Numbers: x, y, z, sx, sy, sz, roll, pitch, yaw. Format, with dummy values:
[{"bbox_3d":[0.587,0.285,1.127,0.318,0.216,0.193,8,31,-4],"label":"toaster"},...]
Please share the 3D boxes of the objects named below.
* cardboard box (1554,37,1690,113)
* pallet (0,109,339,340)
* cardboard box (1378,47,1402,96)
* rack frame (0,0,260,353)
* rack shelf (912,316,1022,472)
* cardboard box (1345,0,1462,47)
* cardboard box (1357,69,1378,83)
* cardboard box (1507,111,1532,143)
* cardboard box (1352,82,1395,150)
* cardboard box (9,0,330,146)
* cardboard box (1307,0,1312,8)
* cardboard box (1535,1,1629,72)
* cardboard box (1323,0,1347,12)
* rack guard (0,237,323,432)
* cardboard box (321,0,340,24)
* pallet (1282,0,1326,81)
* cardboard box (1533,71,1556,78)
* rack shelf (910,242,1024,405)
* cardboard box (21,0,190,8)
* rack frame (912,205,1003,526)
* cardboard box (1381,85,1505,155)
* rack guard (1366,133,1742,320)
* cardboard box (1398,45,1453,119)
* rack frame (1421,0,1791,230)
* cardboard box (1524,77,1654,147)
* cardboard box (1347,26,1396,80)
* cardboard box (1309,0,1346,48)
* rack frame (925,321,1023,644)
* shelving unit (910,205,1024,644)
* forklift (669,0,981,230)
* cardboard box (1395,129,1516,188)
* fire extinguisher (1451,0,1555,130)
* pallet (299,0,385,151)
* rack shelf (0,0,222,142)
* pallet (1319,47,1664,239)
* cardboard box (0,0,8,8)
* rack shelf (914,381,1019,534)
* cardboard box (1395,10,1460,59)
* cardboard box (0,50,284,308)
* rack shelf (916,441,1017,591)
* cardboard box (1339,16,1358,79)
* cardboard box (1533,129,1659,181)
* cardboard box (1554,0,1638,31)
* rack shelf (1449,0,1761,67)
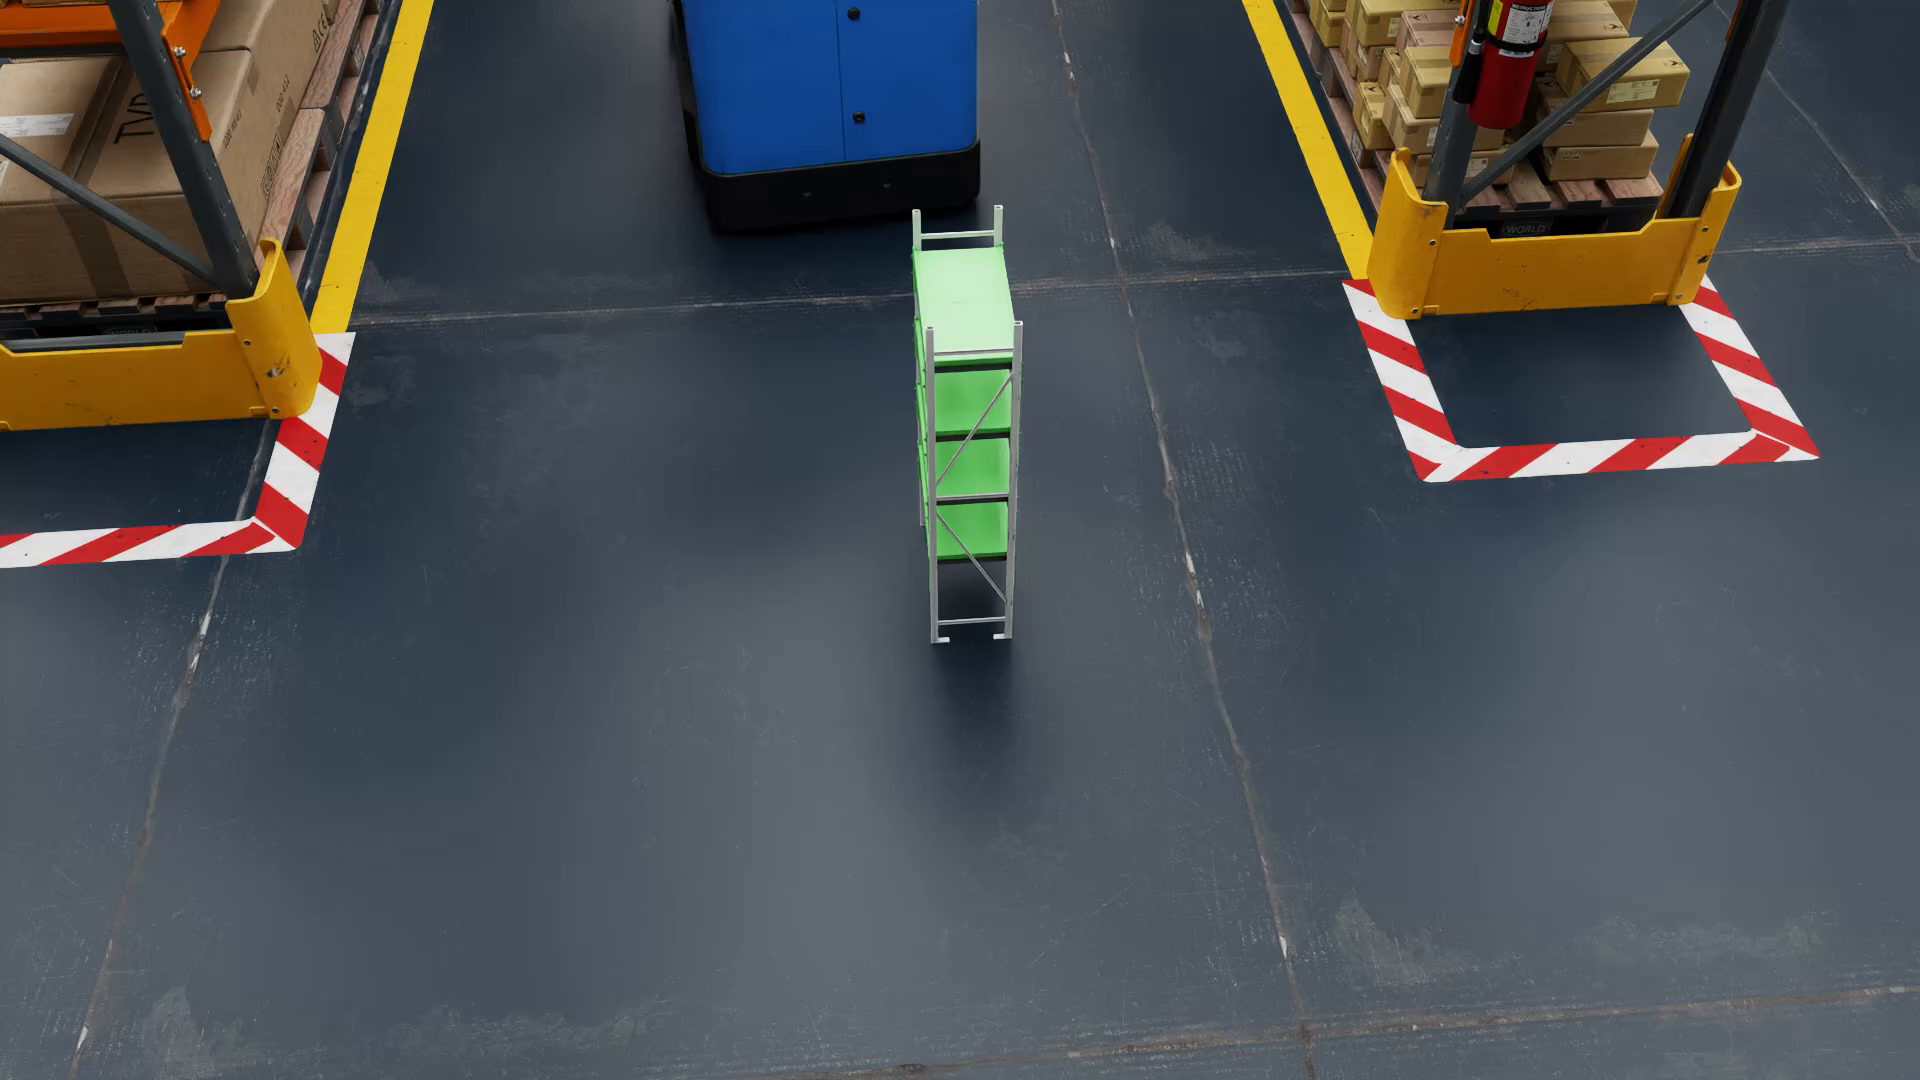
[{"bbox_3d":[2.407,-1.696,6.055,0.380,0.149,0.250,-5,47,-5],"label":"cardboard box"},{"bbox_3d":[-2.957,-1.168,6.211,1.003,0.211,1.213,-3,47,-3],"label":"pallet"},{"bbox_3d":[1.815,-1.751,6.312,0.380,0.149,0.250,-4,47,-4],"label":"cardboard box"},{"bbox_3d":[-2.812,-1.553,4.655,1.000,3.000,0.127,-3,47,-3],"label":"rack frame"},{"bbox_3d":[0.014,-0.414,4.573,0.258,0.148,0.480,-3,47,-3],"label":"rack shelf"},{"bbox_3d":[1.703,-2.029,6.370,0.380,0.149,0.250,-4,47,-4],"label":"cardboard box"},{"bbox_3d":[1.801,-1.836,6.597,0.380,0.149,0.250,-4,47,-3],"label":"cardboard box"},{"bbox_3d":[2.284,-1.674,6.444,0.380,0.149,0.250,-4,47,-3],"label":"cardboard box"},{"bbox_3d":[1.738,-1.640,6.411,0.380,0.149,0.250,-2,47,-2],"label":"cardboard box"},{"bbox_3d":[-3.052,-1.950,6.506,0.875,0.438,0.875,-2,47,-2],"label":"cardboard box"},{"bbox_3d":[1.681,-2.394,7.125,0.380,0.149,0.250,-3,47,-3],"label":"cardboard box"},{"bbox_3d":[2.264,-1.888,6.237,0.380,0.149,0.250,-3,47,-3],"label":"cardboard box"},{"bbox_3d":[1.682,-2.308,6.839,0.380,0.149,0.250,-3,47,-3],"label":"cardboard box"},{"bbox_3d":[-2.810,-0.677,5.546,1.175,0.500,0.348,-3,47,-3],"label":"rack guard"},{"bbox_3d":[-3.126,-2.602,7.124,0.875,0.438,0.875,-5,47,-4],"label":"cardboard box"},{"bbox_3d":[1.974,-2.494,7.467,1.003,0.211,1.213,-3,47,-3],"label":"pallet"},{"bbox_3d":[2.357,-1.790,6.349,0.380,0.149,0.250,-4,47,-3],"label":"cardboard box"},{"bbox_3d":[0.014,-0.579,4.399,0.258,0.148,0.480,-3,47,-3],"label":"rack shelf"},{"bbox_3d":[-2.566,-1.953,4.964,0.500,0.500,0.500,-4,47,-4],"label":"cardboard box"},{"bbox_3d":[-0.007,-0.469,4.868,0.240,1.200,0.015,-3,47,-3],"label":"rack frame"},{"bbox_3d":[1.783,-1.558,6.129,0.380,0.149,0.250,-5,47,-4],"label":"cardboard box"},{"bbox_3d":[2.106,-1.123,5.969,1.175,0.500,0.348,-3,47,-3],"label":"rack guard"},{"bbox_3d":[1.815,-1.664,6.024,0.380,0.149,0.250,-3,47,-3],"label":"cardboard box"},{"bbox_3d":[2.112,-1.927,5.010,1.000,3.000,0.127,-3,47,-3],"label":"rack frame"},{"bbox_3d":[2.324,-1.589,6.158,0.380,0.149,0.250,-2,47,-2],"label":"cardboard box"},{"bbox_3d":[1.738,-1.934,6.485,0.380,0.149,0.250,-5,47,-5],"label":"cardboard box"},{"bbox_3d":[1.684,-2.195,6.937,0.380,0.149,0.250,-5,47,-5],"label":"cardboard box"},{"bbox_3d":[0.034,-0.116,4.534,0.240,1.200,0.015,-3,47,-3],"label":"rack frame"},{"bbox_3d":[0.014,-0.293,4.701,0.258,1.200,0.503,-3,47,-3],"label":"shelving unit"},{"bbox_3d":[-0.702,-3.260,6.319,1.130,2.935,3.031,-8,47,-7],"label":"forklift"},{"bbox_3d":[1.860,-1.460,6.241,0.380,0.149,0.250,-3,47,-3],"label":"cardboard box"},{"bbox_3d":[1.673,-1.562,4.974,0.296,0.674,0.183,-3,47,-3],"label":"fire extinguisher"},{"bbox_3d":[-3.056,-2.049,7.045,1.003,0.211,1.213,-3,47,-3],"label":"pallet"},{"bbox_3d":[-2.980,-2.753,6.287,1.077,0.370,4.000,-3,47,-3],"label":"rack shelf"},{"bbox_3d":[2.073,-1.614,6.633,1.003,0.211,1.213,-3,47,-3],"label":"pallet"},{"bbox_3d":[-3.116,-1.921,4.934,0.500,0.500,0.500,-3,47,-3],"label":"cardboard box"},{"bbox_3d":[0.014,-0.249,4.747,0.258,0.148,0.480,-3,47,-3],"label":"rack shelf"},{"bbox_3d":[1.851,-1.849,6.200,0.380,0.149,0.250,-3,47,-3],"label":"cardboard box"},{"bbox_3d":[-2.967,-1.288,5.880,0.875,0.438,0.875,-5,47,-5],"label":"cardboard box"},{"bbox_3d":[0.014,-0.084,4.922,0.258,0.148,0.480,-3,47,-3],"label":"rack shelf"},{"bbox_3d":[1.768,-2.014,6.766,0.380,0.149,0.250,-3,47,-3],"label":"cardboard box"},{"bbox_3d":[2.387,-1.490,6.270,0.380,0.149,0.250,-3,47,-2],"label":"cardboard box"},{"bbox_3d":[2.370,-2.078,6.417,0.380,0.149,0.250,-4,47,-3],"label":"cardboard box"},{"bbox_3d":[1.945,-3.127,6.641,1.077,0.370,4.000,-3,47,-3],"label":"rack shelf"}]
